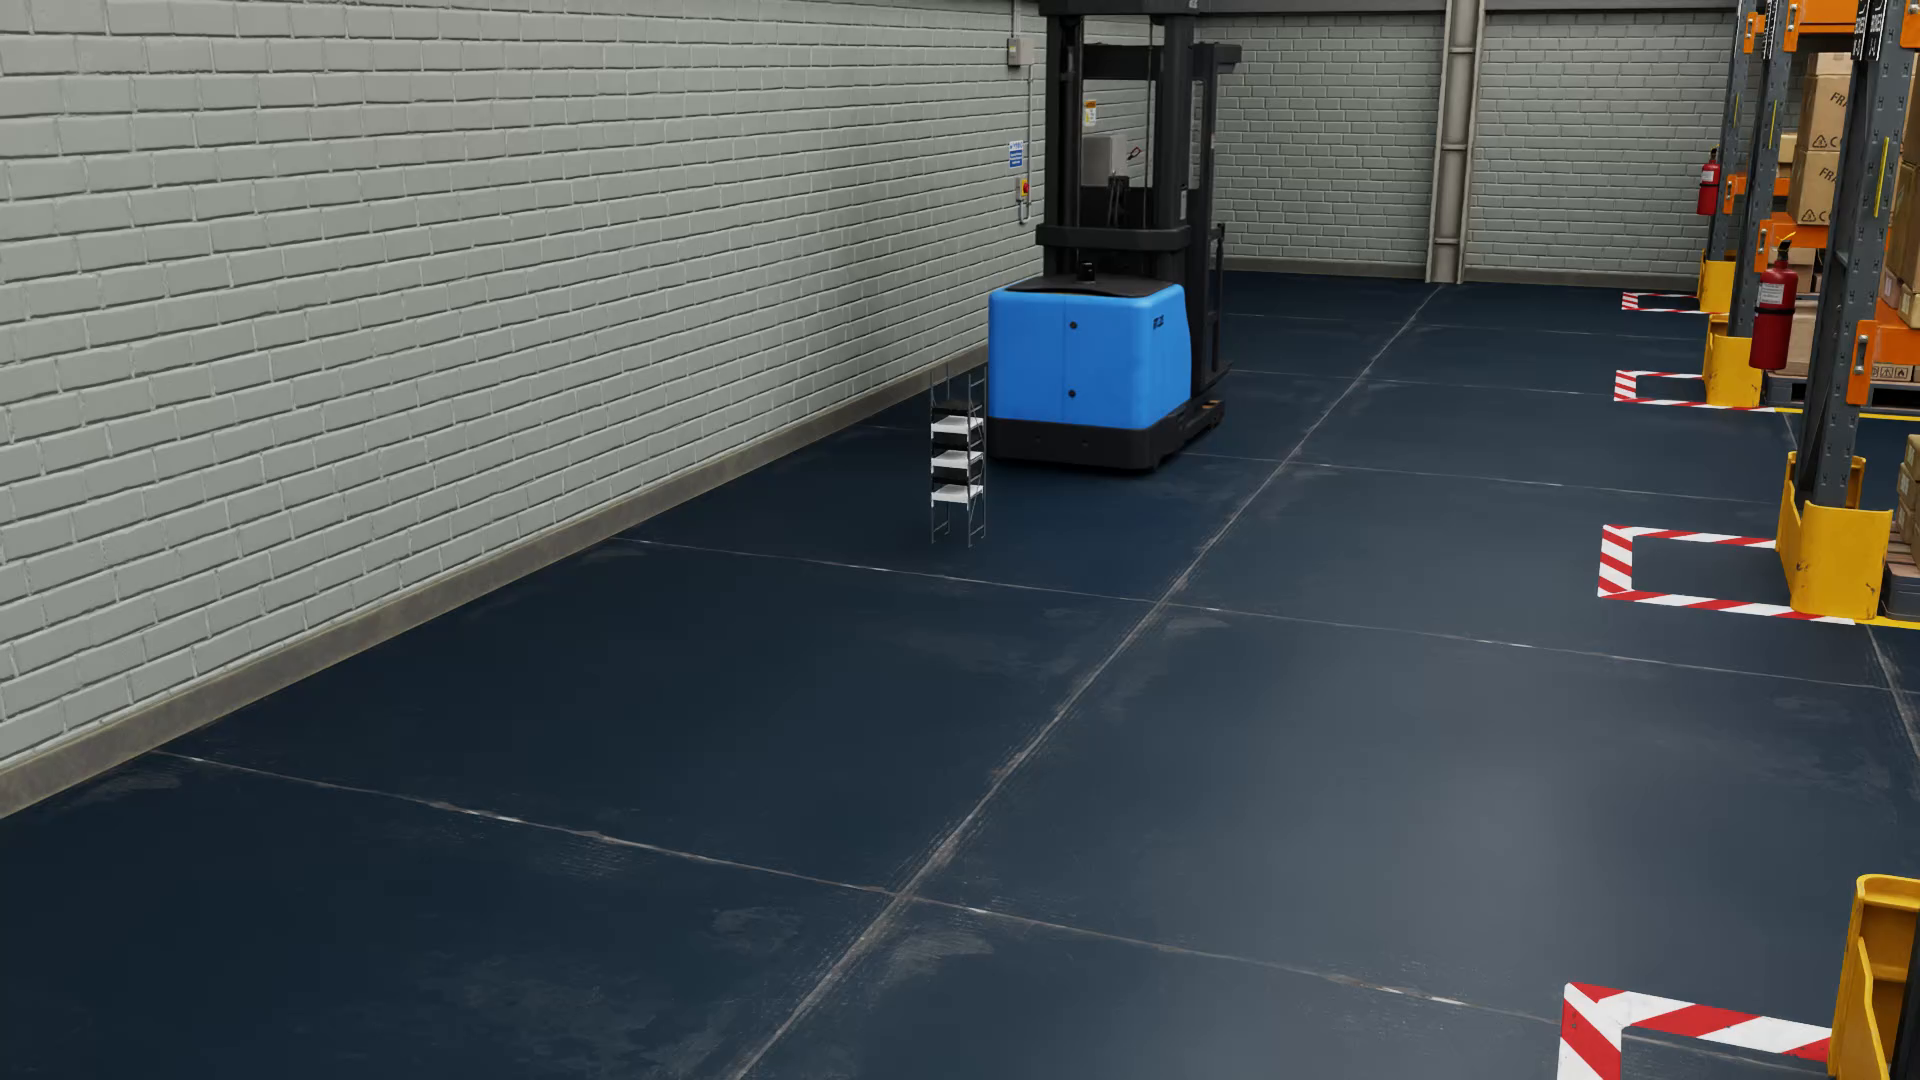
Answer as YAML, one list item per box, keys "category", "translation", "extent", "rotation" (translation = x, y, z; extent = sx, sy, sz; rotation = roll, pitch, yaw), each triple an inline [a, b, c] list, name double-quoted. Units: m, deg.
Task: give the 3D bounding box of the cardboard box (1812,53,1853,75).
- category: "cardboard box"
  translation: [6.029, -3.279, 11.452]
  extent: [0.250, 0.149, 0.380]
  rotation: [7, 17, 22]

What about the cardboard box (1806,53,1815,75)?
- category: "cardboard box"
  translation: [6.207, -3.402, 11.877]
  extent: [0.250, 0.149, 0.380]
  rotation: [7, 17, 21]

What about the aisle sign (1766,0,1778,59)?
- category: "aisle sign"
  translation: [5.627, -3.728, 11.472]
  extent: [0.004, 0.787, 0.394]
  rotation: [6, 17, 21]

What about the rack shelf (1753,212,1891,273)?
- category: "rack shelf"
  translation: [7.661, -1.997, 11.464]
  extent: [4.000, 0.370, 1.077]
  rotation: [6, 17, 21]

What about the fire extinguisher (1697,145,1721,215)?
- category: "fire extinguisher"
  translation: [7.311, -3.514, 16.206]
  extent: [0.183, 0.674, 0.296]
  rotation: [6, 17, 21]

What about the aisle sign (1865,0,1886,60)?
- category: "aisle sign"
  translation: [3.900, -2.431, 7.006]
  extent: [0.004, 0.787, 0.394]
  rotation: [6, 17, 21]

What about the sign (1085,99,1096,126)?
- category: "sign"
  translation: [1.240, -4.052, 15.768]
  extent: [0.001, 0.242, 0.339]
  rotation: [6, 17, 21]

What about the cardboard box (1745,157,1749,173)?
- category: "cardboard box"
  translation: [8.025, -3.750, 16.662]
  extent: [0.250, 0.149, 0.380]
  rotation: [6, 17, 20]

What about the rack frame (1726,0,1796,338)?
- category: "rack frame"
  translation: [5.800, -2.547, 12.068]
  extent: [0.127, 3.000, 1.000]
  rotation: [6, 17, 21]

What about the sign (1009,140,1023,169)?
- category: "sign"
  translation: [0.471, -3.242, 13.975]
  extent: [0.001, 0.218, 0.327]
  rotation: [6, 17, 21]

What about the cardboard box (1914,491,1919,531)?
- category: "cardboard box"
  translation: [4.471, -0.109, 7.494]
  extent: [0.250, 0.149, 0.380]
  rotation: [7, 18, 23]

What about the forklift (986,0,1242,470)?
- category: "forklift"
  translation: [1.180, -2.194, 10.973]
  extent: [1.130, 2.935, 3.031]
  rotation: [6, 17, 21]

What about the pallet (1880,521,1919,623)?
- category: "pallet"
  translation: [4.891, 0.186, 7.655]
  extent: [1.213, 0.211, 1.003]
  rotation: [6, 17, 21]

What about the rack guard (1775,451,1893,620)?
- category: "rack guard"
  translation: [4.149, -0.045, 7.932]
  extent: [0.348, 0.500, 1.175]
  rotation: [6, 17, 21]

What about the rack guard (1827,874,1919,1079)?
- category: "rack guard"
  translation: [2.142, 1.221, 3.572]
  extent: [0.348, 0.500, 1.175]
  rotation: [6, 17, 21]

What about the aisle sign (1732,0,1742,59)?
- category: "aisle sign"
  translation: [7.447, -5.014, 15.903]
  extent: [0.004, 0.787, 0.394]
  rotation: [6, 17, 21]

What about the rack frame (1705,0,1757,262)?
- category: "rack frame"
  translation: [7.618, -3.835, 16.504]
  extent: [0.127, 3.000, 1.000]
  rotation: [6, 17, 21]

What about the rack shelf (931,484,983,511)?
- category: "rack shelf"
  translation: [-0.008, -0.228, 8.611]
  extent: [0.200, 0.077, 0.258]
  rotation: [6, 17, 21]

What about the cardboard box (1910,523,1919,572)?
- category: "cardboard box"
  translation: [4.448, 0.051, 7.479]
  extent: [0.250, 0.149, 0.380]
  rotation: [7, 17, 22]

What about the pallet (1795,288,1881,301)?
- category: "pallet"
  translation: [8.431, -2.407, 16.586]
  extent: [1.213, 0.211, 1.003]
  rotation: [6, 17, 21]

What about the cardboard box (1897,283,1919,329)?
- category: "cardboard box"
  translation: [4.259, -1.014, 7.238]
  extent: [0.250, 0.149, 0.380]
  rotation: [6, 17, 20]

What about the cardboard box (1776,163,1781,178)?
- category: "cardboard box"
  translation: [7.823, -3.610, 16.178]
  extent: [0.250, 0.149, 0.380]
  rotation: [6, 17, 20]

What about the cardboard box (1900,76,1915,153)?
- category: "cardboard box"
  translation: [6.625, -2.902, 11.315]
  extent: [0.500, 0.500, 0.500]
  rotation: [6, 17, 19]

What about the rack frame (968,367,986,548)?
- category: "rack frame"
  translation: [0.087, -0.423, 8.515]
  extent: [0.006, 0.900, 0.240]
  rotation: [6, 17, 21]

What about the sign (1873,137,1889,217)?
- category: "sign"
  translation: [3.879, -1.528, 7.005]
  extent: [0.005, 0.325, 0.100]
  rotation: [6, 17, 21]

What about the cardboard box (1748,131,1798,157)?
- category: "cardboard box"
  translation: [8.143, -3.928, 16.558]
  extent: [0.500, 0.250, 0.500]
  rotation: [7, 18, 22]

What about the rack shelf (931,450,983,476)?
- category: "rack shelf"
  translation: [-0.008, -0.401, 8.560]
  extent: [0.200, 0.077, 0.258]
  rotation: [6, 17, 21]

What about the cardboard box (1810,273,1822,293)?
- category: "cardboard box"
  translation: [8.533, -2.527, 16.358]
  extent: [0.250, 0.149, 0.380]
  rotation: [6, 17, 18]

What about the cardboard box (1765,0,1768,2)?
- category: "cardboard box"
  translation: [8.131, -5.372, 16.152]
  extent: [0.500, 0.250, 0.500]
  rotation: [6, 17, 20]

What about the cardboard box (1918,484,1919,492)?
- category: "cardboard box"
  translation: [4.441, -0.230, 7.378]
  extent: [0.250, 0.149, 0.380]
  rotation: [5, 17, 18]

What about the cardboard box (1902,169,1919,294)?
- category: "cardboard box"
  translation: [4.394, -1.327, 7.150]
  extent: [0.500, 0.500, 0.500]
  rotation: [7, 18, 23]

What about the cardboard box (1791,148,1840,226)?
- category: "cardboard box"
  translation: [6.141, -2.472, 11.629]
  extent: [0.500, 0.500, 0.500]
  rotation: [6, 17, 20]

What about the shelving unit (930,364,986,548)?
- category: "shelving unit"
  translation: [-0.008, -0.433, 8.551]
  extent: [0.210, 0.900, 0.258]
  rotation: [6, 17, 21]

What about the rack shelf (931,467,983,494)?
- category: "rack shelf"
  translation: [-0.008, -0.315, 8.585]
  extent: [0.200, 0.077, 0.258]
  rotation: [6, 17, 21]

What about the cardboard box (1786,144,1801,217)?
- category: "cardboard box"
  translation: [6.346, -2.615, 12.121]
  extent: [0.500, 0.500, 0.500]
  rotation: [6, 17, 21]

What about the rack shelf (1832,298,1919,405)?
- category: "rack shelf"
  translation: [5.938, -0.703, 7.006]
  extent: [4.000, 0.370, 1.077]
  rotation: [6, 17, 21]

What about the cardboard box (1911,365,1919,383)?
- category: "cardboard box"
  translation: [7.305, -1.386, 11.909]
  extent: [0.875, 0.438, 0.875]
  rotation: [7, 18, 22]

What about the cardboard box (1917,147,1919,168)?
- category: "cardboard box"
  translation: [4.398, -1.810, 7.020]
  extent: [0.500, 0.500, 0.500]
  rotation: [6, 17, 20]

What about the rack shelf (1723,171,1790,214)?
- category: "rack shelf"
  translation: [9.478, -3.285, 15.899]
  extent: [4.000, 0.370, 1.077]
  rotation: [6, 17, 21]
